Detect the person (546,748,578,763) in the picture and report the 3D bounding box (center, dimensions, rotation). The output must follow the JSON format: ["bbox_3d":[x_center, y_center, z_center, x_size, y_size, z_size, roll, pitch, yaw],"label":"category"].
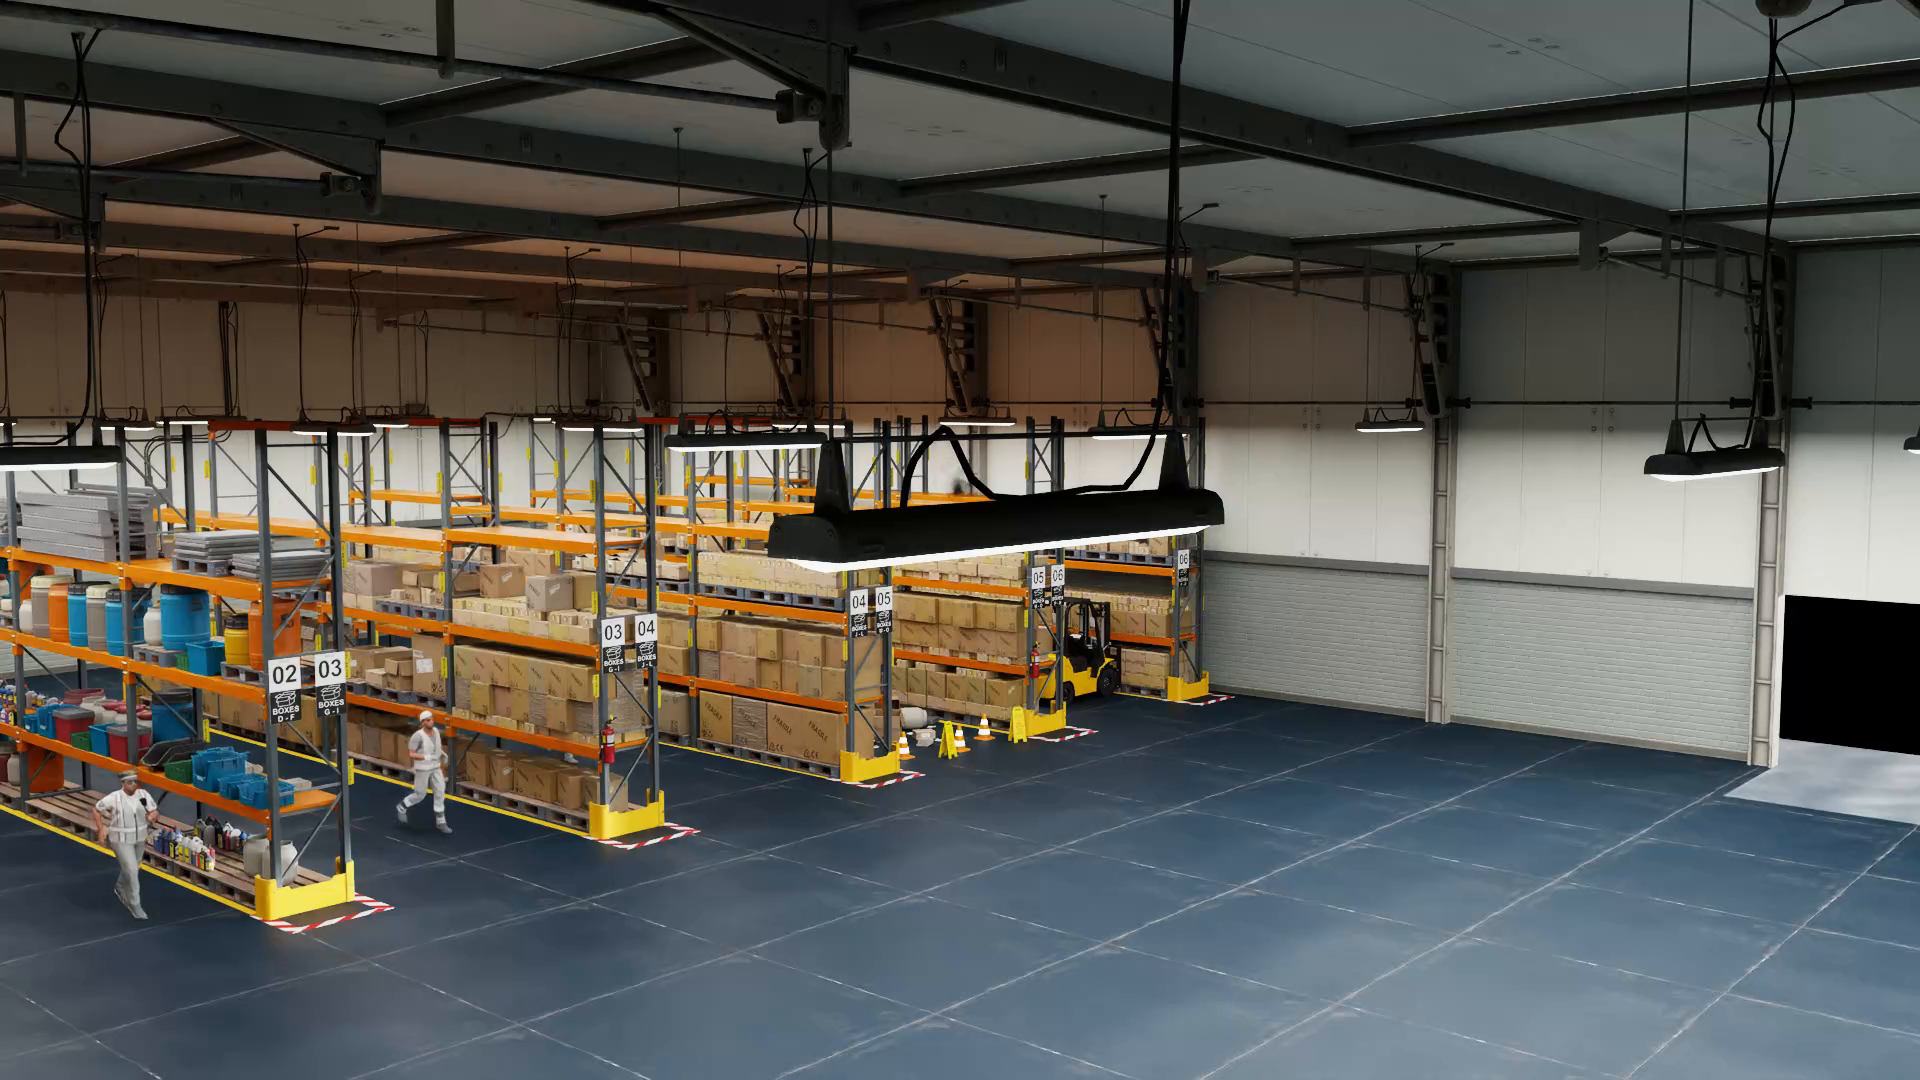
[{"bbox_3d":[-6.999,3.041,29.282,0.717,1.743,0.693,3,6,33],"label":"person"}]

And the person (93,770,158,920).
[{"bbox_3d":[-10.288,3.735,20.592,0.892,1.832,0.634,3,6,33],"label":"person"}]

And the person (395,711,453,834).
[{"bbox_3d":[-7.893,3.398,24.554,0.991,1.794,0.669,3,6,32],"label":"person"}]
